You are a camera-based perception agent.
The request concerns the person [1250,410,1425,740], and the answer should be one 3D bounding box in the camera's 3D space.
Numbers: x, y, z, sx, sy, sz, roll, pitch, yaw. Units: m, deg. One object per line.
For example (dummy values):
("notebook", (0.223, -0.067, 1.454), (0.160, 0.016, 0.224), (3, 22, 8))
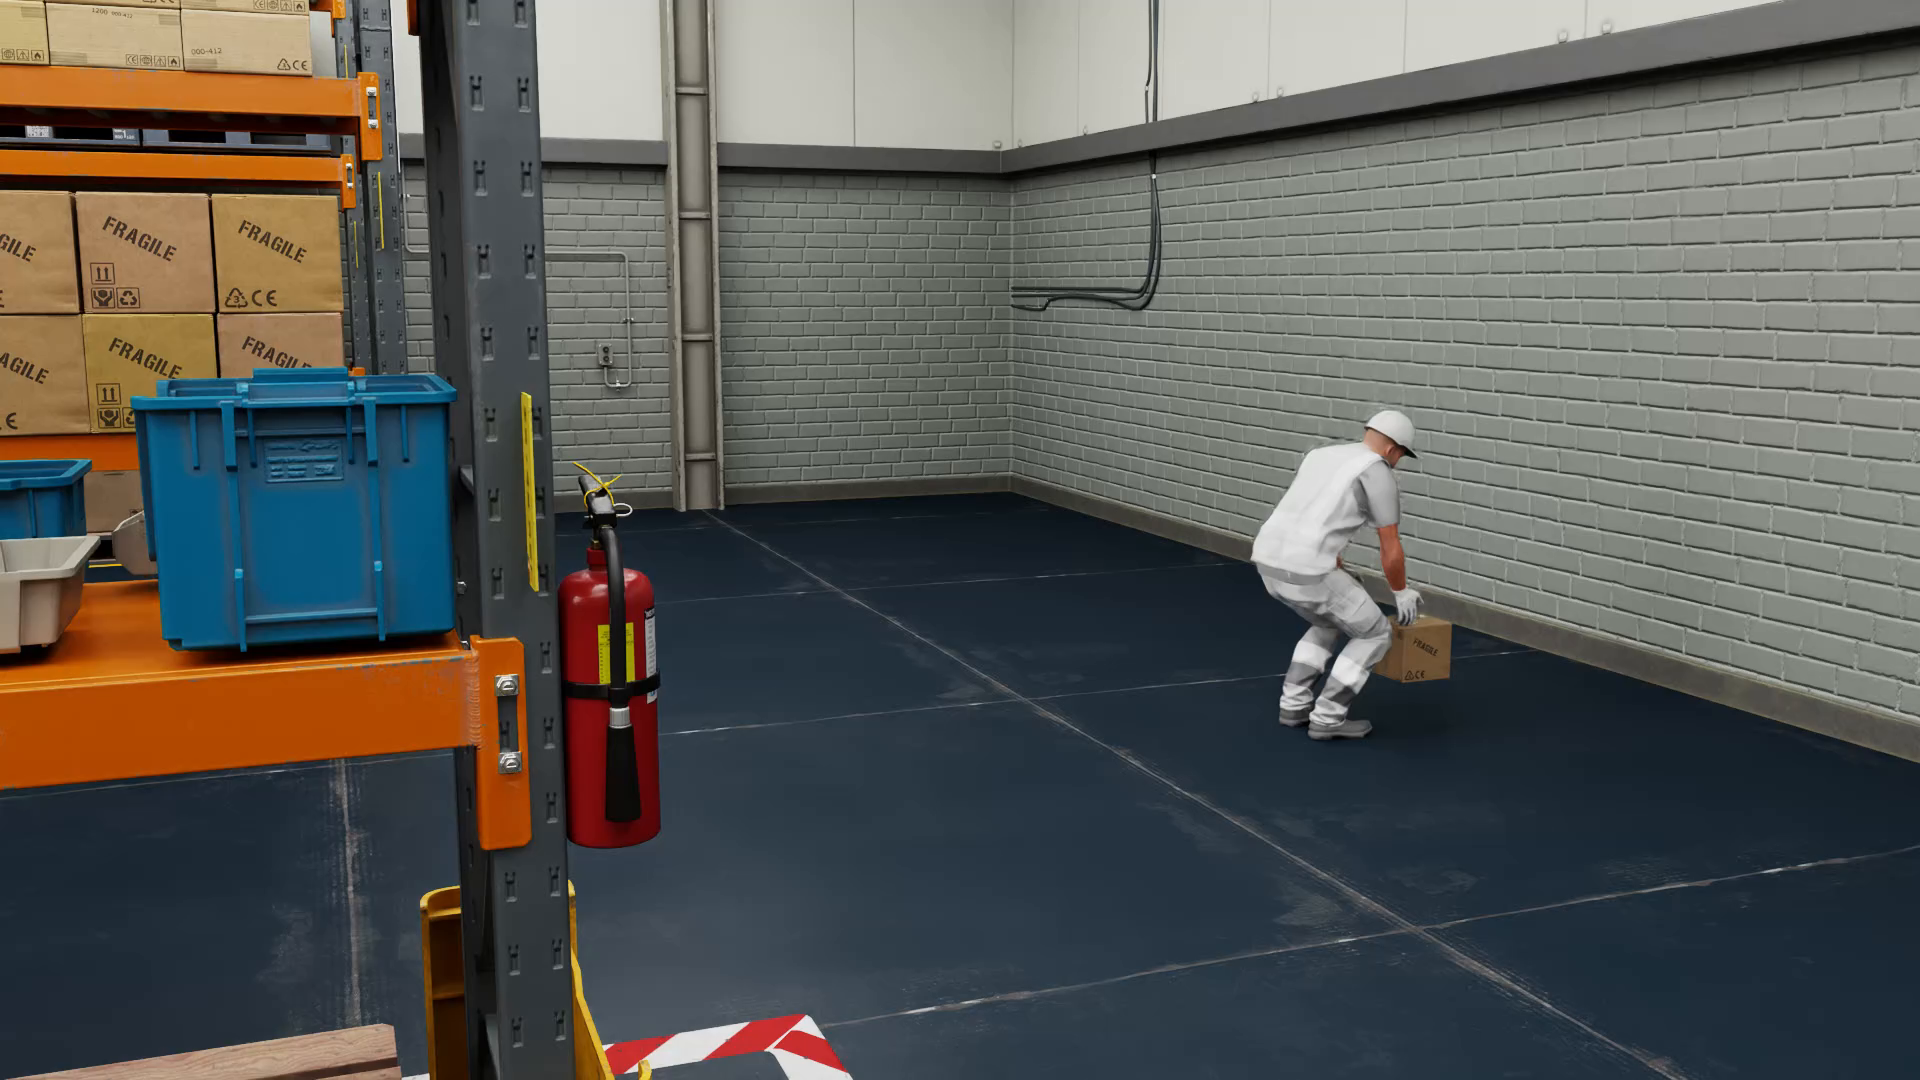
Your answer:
("person", (1.633, 0.135, 7.236), (0.780, 1.384, 0.584), (-3, 9, -21))
